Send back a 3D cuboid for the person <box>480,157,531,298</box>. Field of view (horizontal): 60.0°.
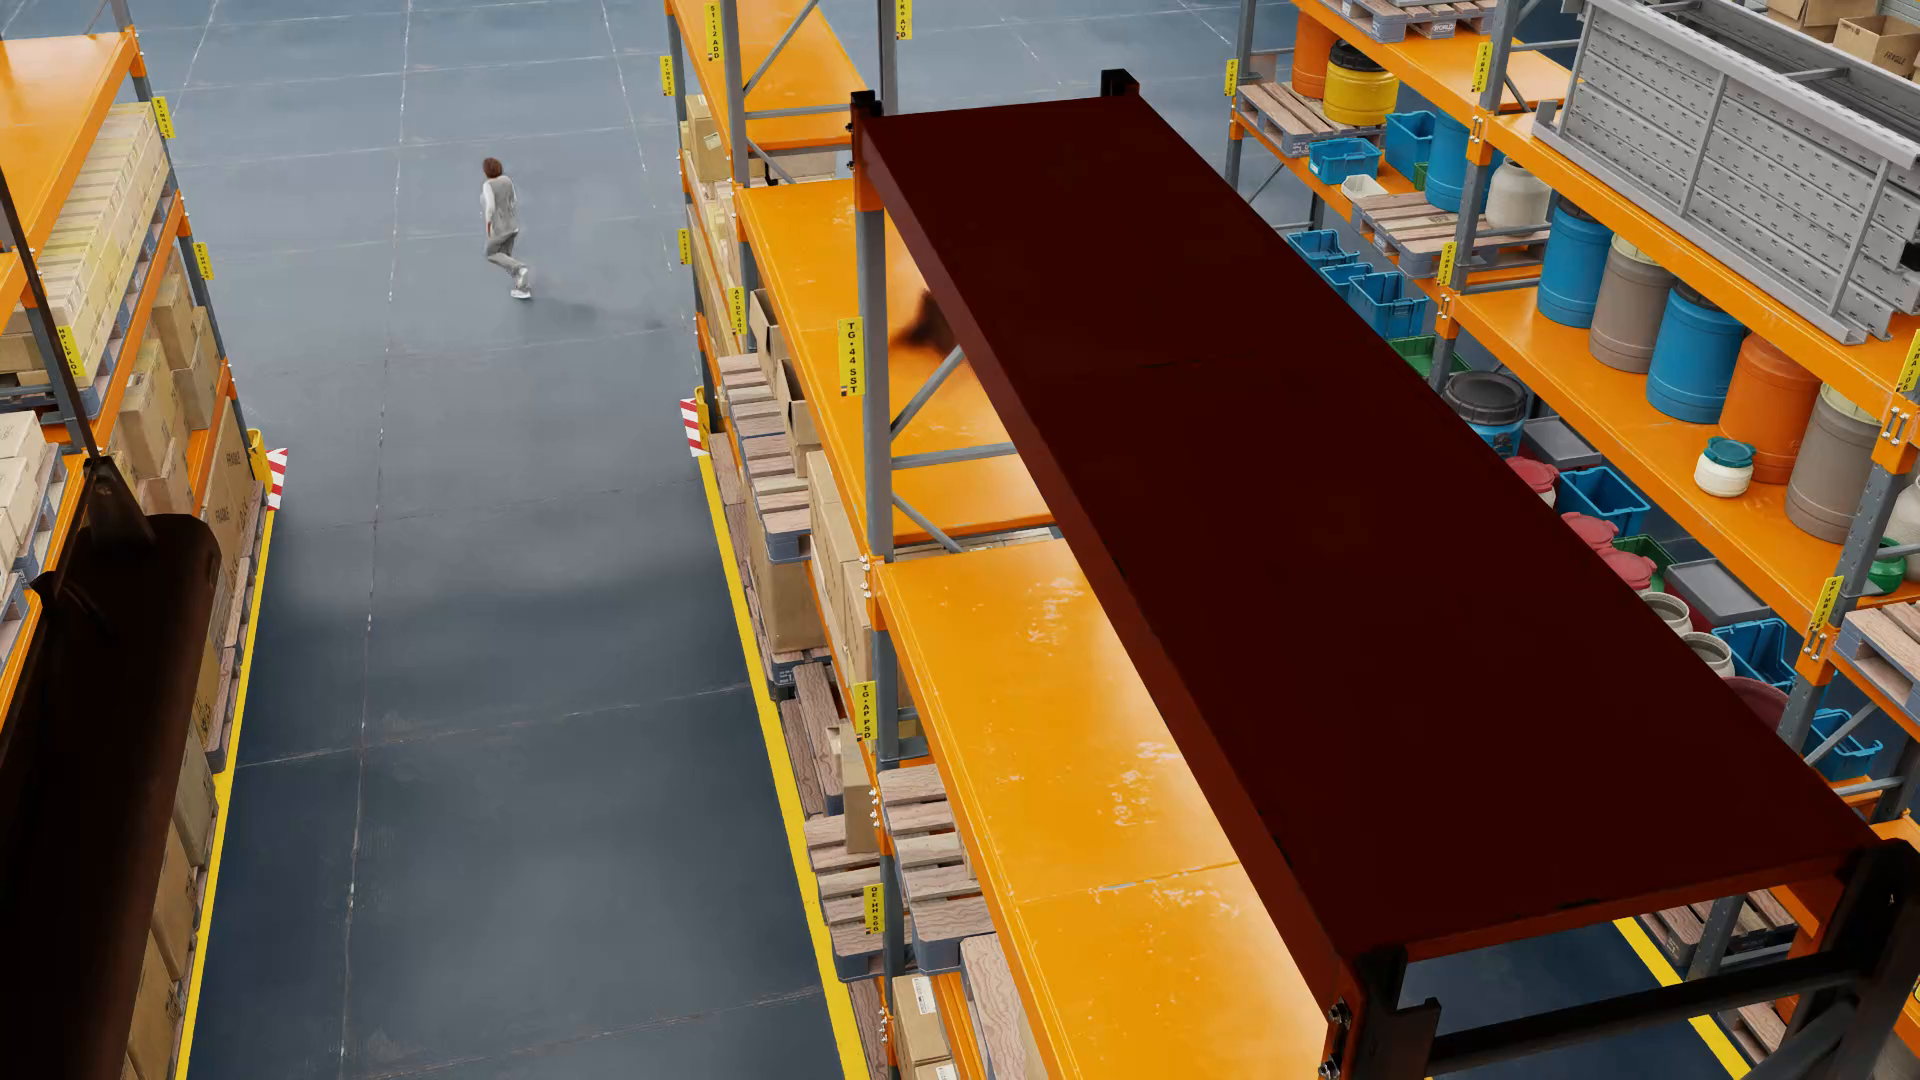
[{"bbox_3d":[-4.835,-3.268,17.509,0.609,1.563,0.558,18,38,24],"label":"person"}]
